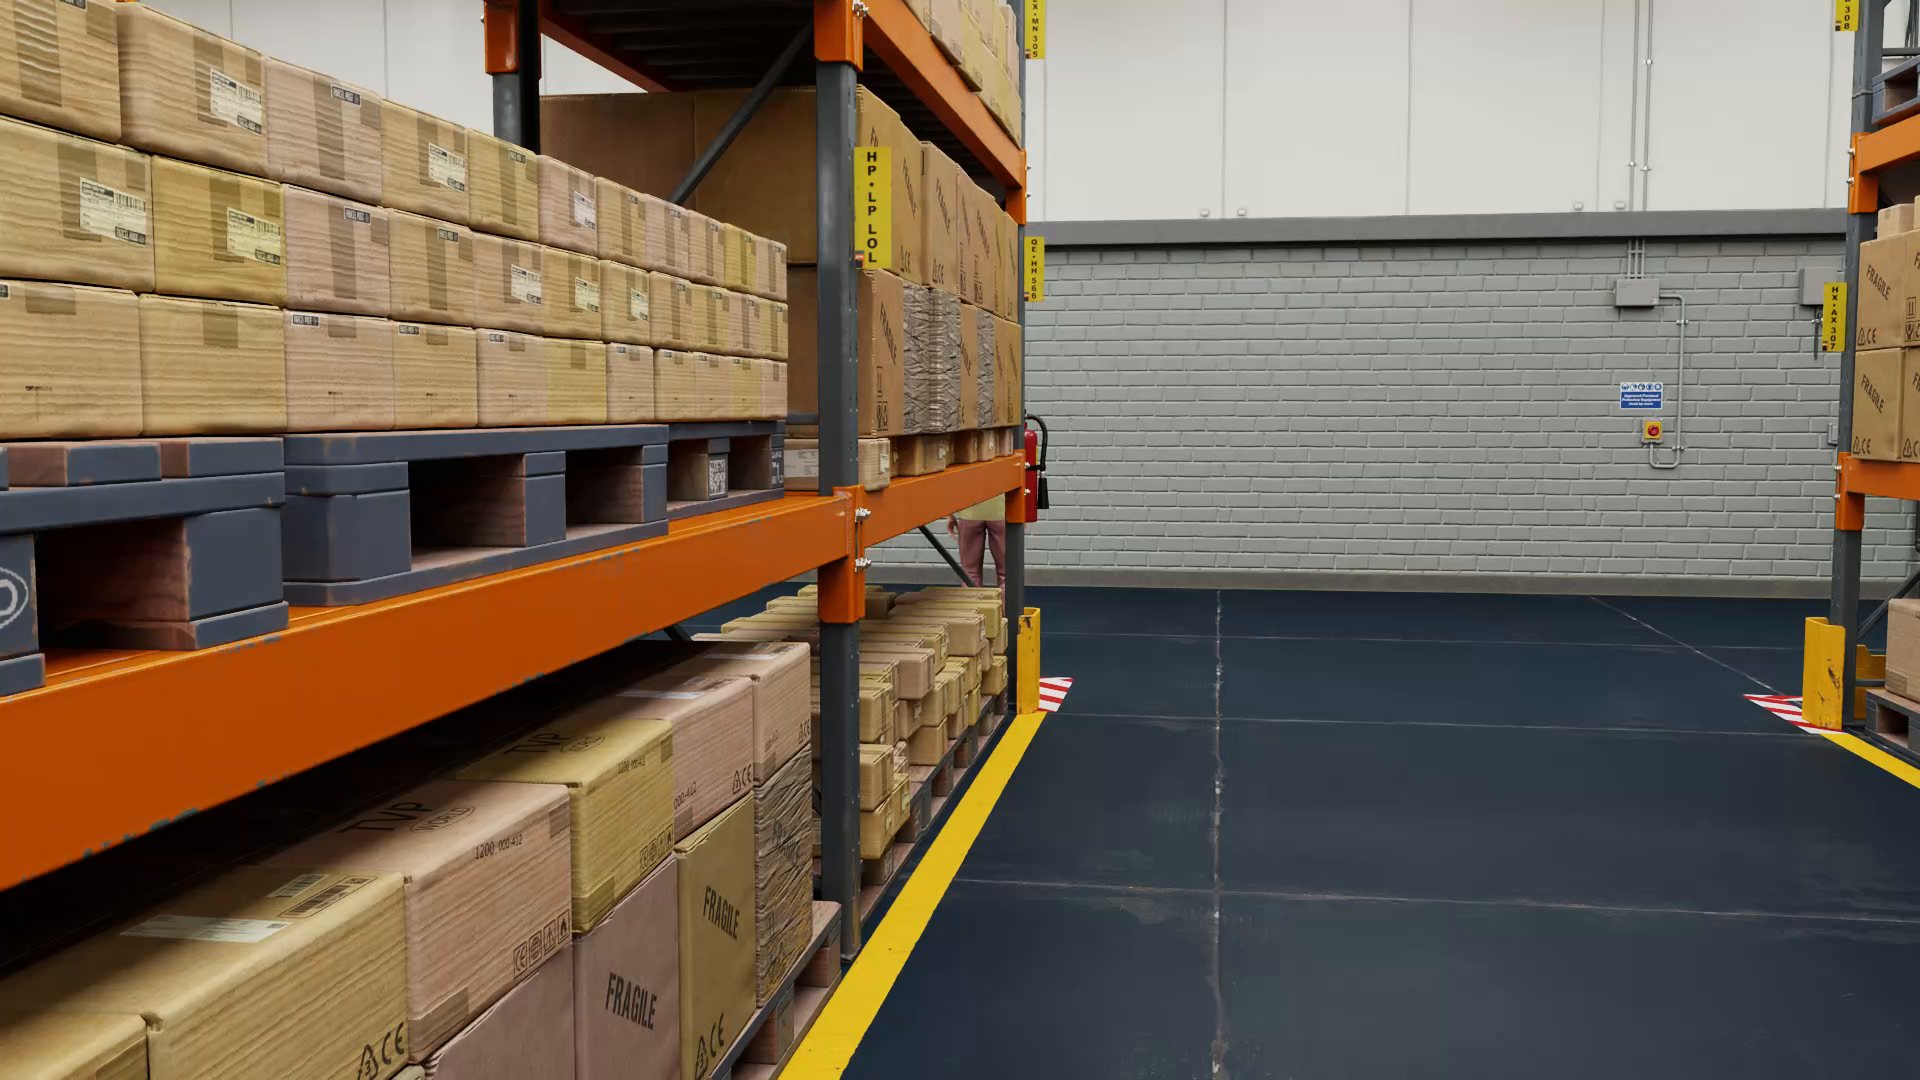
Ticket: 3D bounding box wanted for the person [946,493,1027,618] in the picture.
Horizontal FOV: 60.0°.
[{"bbox_3d":[0.169,-0.119,10.353,0.520,1.673,0.357,0,5,6],"label":"person"}]
